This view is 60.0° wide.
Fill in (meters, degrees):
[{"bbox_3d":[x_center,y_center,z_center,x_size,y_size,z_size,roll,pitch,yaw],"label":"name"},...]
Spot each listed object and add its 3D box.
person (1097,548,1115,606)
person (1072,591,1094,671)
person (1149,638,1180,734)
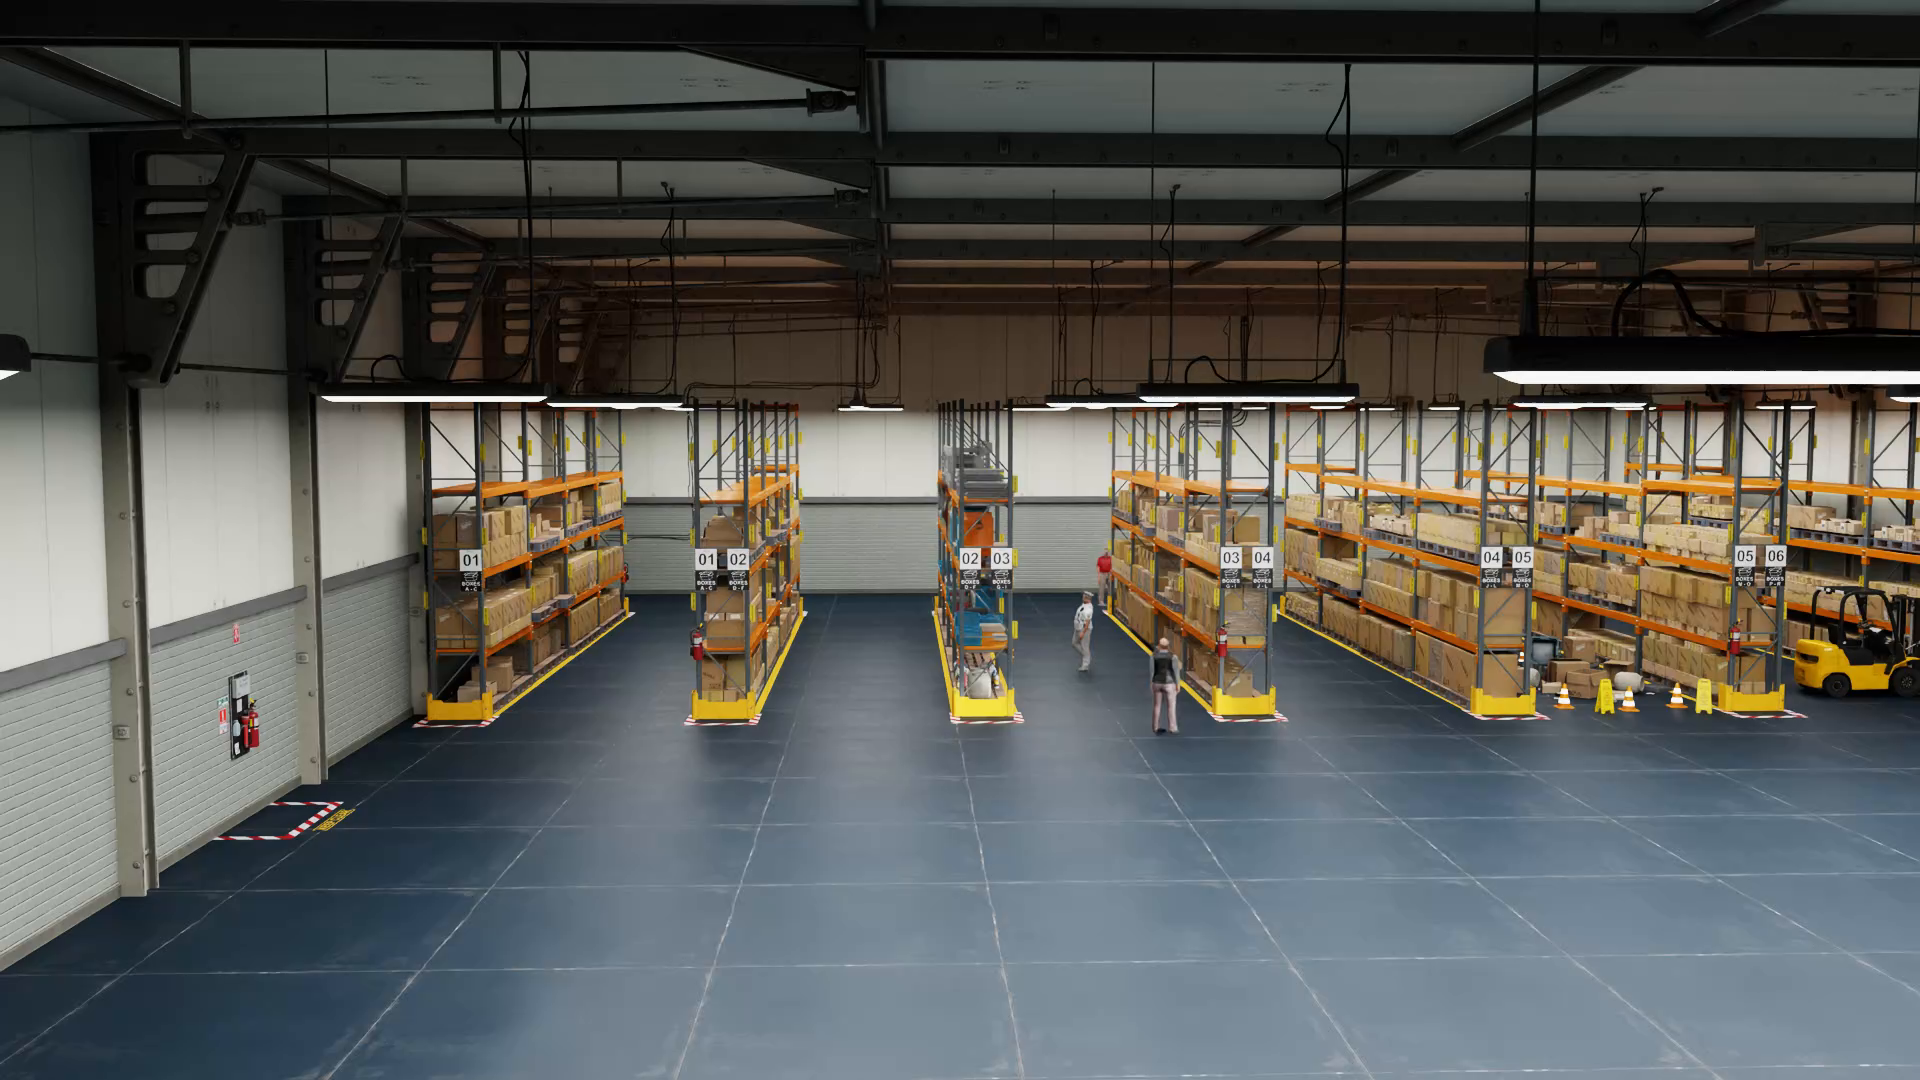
[{"bbox_3d":[4.381,1.110,49.471,0.567,1.737,0.410,-2,5,-21],"label":"person"},{"bbox_3d":[2.784,2.014,37.201,0.460,1.753,0.645,-1,5,-17],"label":"person"},{"bbox_3d":[3.677,2.604,29.766,0.539,1.726,0.447,3,5,35],"label":"person"}]
